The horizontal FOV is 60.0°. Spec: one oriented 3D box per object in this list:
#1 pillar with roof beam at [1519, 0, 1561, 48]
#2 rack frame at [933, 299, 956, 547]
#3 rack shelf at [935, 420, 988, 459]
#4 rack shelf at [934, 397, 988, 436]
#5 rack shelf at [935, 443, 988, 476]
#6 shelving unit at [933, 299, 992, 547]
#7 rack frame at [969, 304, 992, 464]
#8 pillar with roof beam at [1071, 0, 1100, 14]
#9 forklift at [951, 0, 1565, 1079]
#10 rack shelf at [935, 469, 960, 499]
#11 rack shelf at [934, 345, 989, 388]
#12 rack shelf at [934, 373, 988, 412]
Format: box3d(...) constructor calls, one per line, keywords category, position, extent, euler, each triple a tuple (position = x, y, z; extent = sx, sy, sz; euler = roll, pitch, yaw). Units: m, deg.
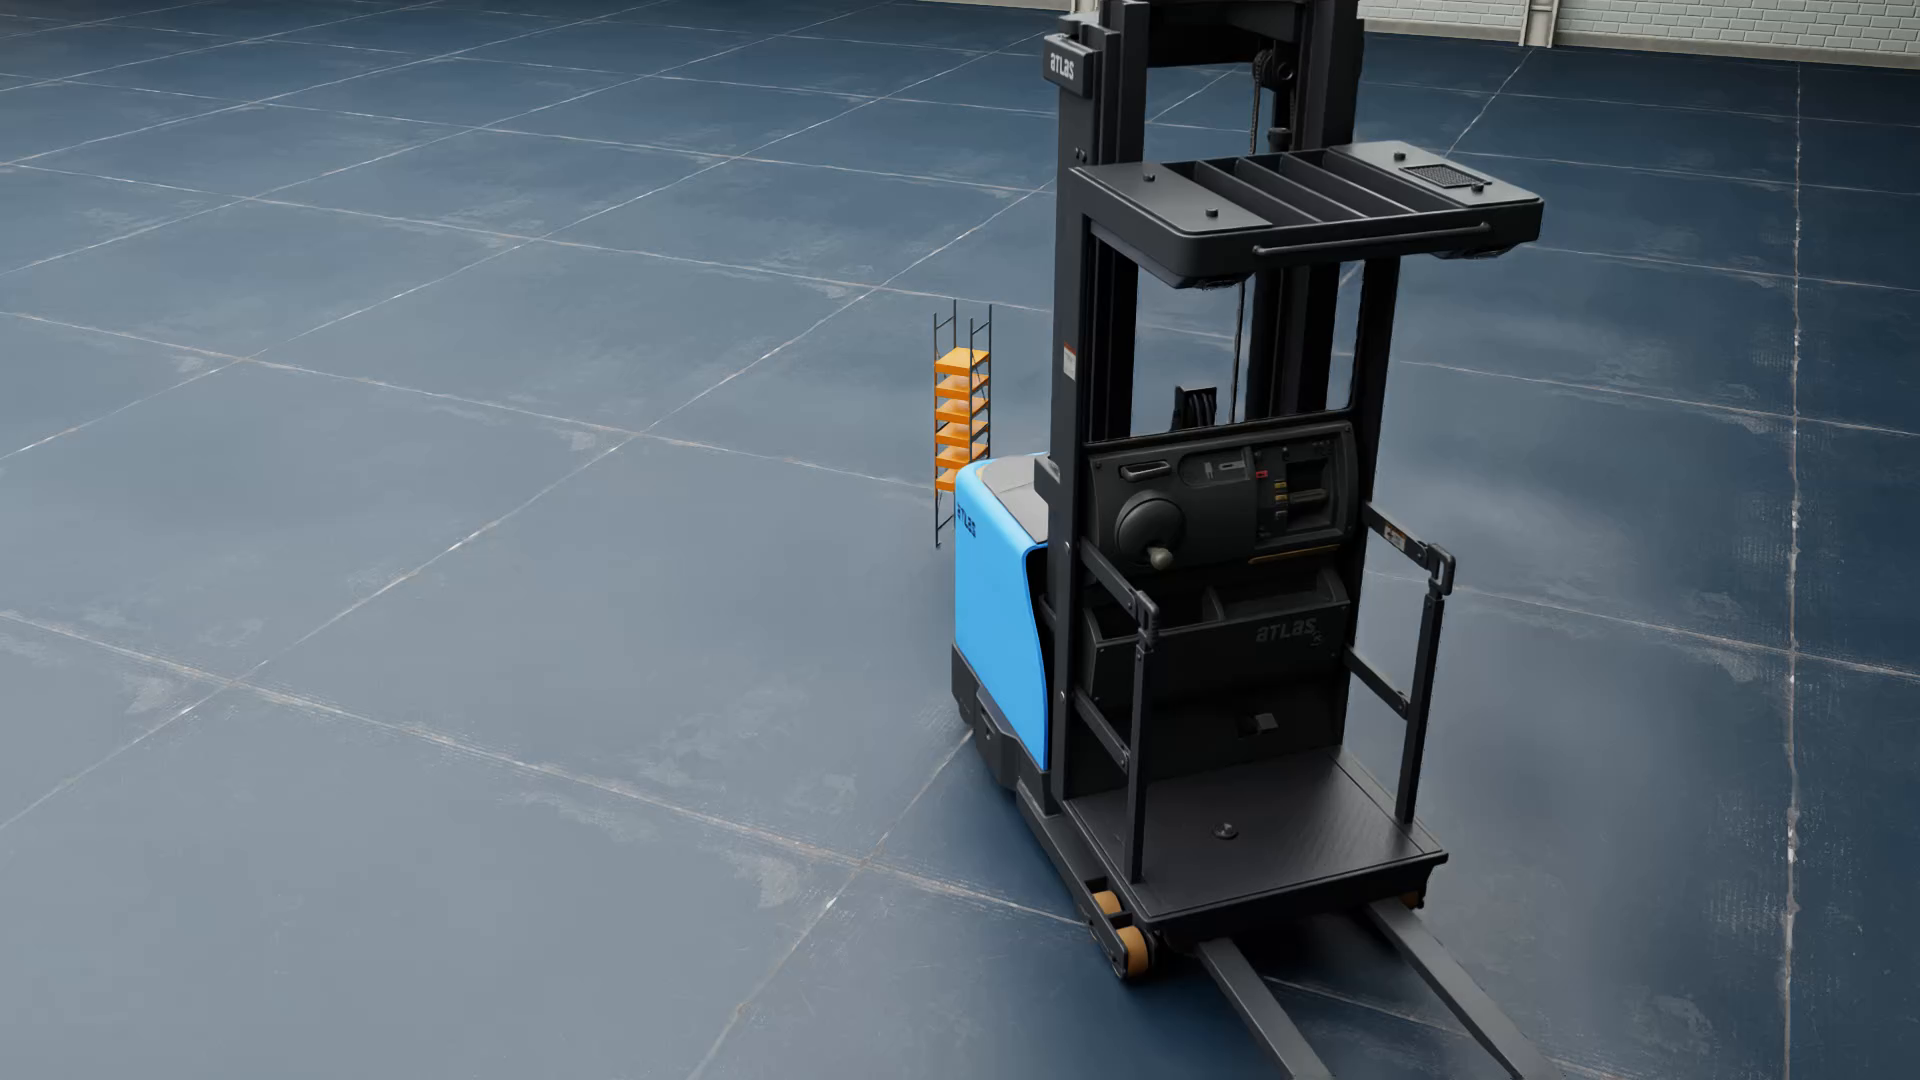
box3d(category="pillar with roof beam", position=(5.459, -8.524, 15.375), extent=(0.400, 9.000, 9.100), euler=(11, 28, 22))
box3d(category="rack frame", position=(-0.070, -0.552, 8.014), extent=(0.006, 1.200, 0.240), euler=(11, 28, 22))
box3d(category="rack shelf", position=(0.013, -0.496, 7.999), extent=(0.180, 0.103, 0.258), euler=(11, 28, 22))
box3d(category="rack shelf", position=(0.013, -0.603, 7.946), extent=(0.180, 0.103, 0.258), euler=(11, 28, 22))
box3d(category="rack shelf", position=(0.013, -0.388, 8.052), extent=(0.180, 0.103, 0.258), euler=(11, 28, 22))
box3d(category="shelving unit", position=(0.013, -0.536, 7.980), extent=(0.189, 1.200, 0.258), euler=(11, 28, 22))
box3d(category="rack frame", position=(0.096, -0.519, 7.946), extent=(0.006, 1.200, 0.240), euler=(11, 28, 22))
box3d(category="pillar with roof beam", position=(-0.003, -9.621, 17.603), extent=(0.400, 9.000, 9.100), euler=(11, 28, 22))
box3d(category="forklift", position=(0.925, -0.102, 5.139), extent=(1.130, 2.935, 3.031), euler=(-9, 27, -17))
box3d(category="rack shelf", position=(0.013, -0.280, 8.105), extent=(0.180, 0.103, 0.258), euler=(11, 28, 22))
box3d(category="rack shelf", position=(0.013, -0.819, 7.840), extent=(0.180, 0.103, 0.258), euler=(11, 28, 22))
box3d(category="rack shelf", position=(0.013, -0.711, 7.893), extent=(0.180, 0.103, 0.258), euler=(11, 28, 22))
